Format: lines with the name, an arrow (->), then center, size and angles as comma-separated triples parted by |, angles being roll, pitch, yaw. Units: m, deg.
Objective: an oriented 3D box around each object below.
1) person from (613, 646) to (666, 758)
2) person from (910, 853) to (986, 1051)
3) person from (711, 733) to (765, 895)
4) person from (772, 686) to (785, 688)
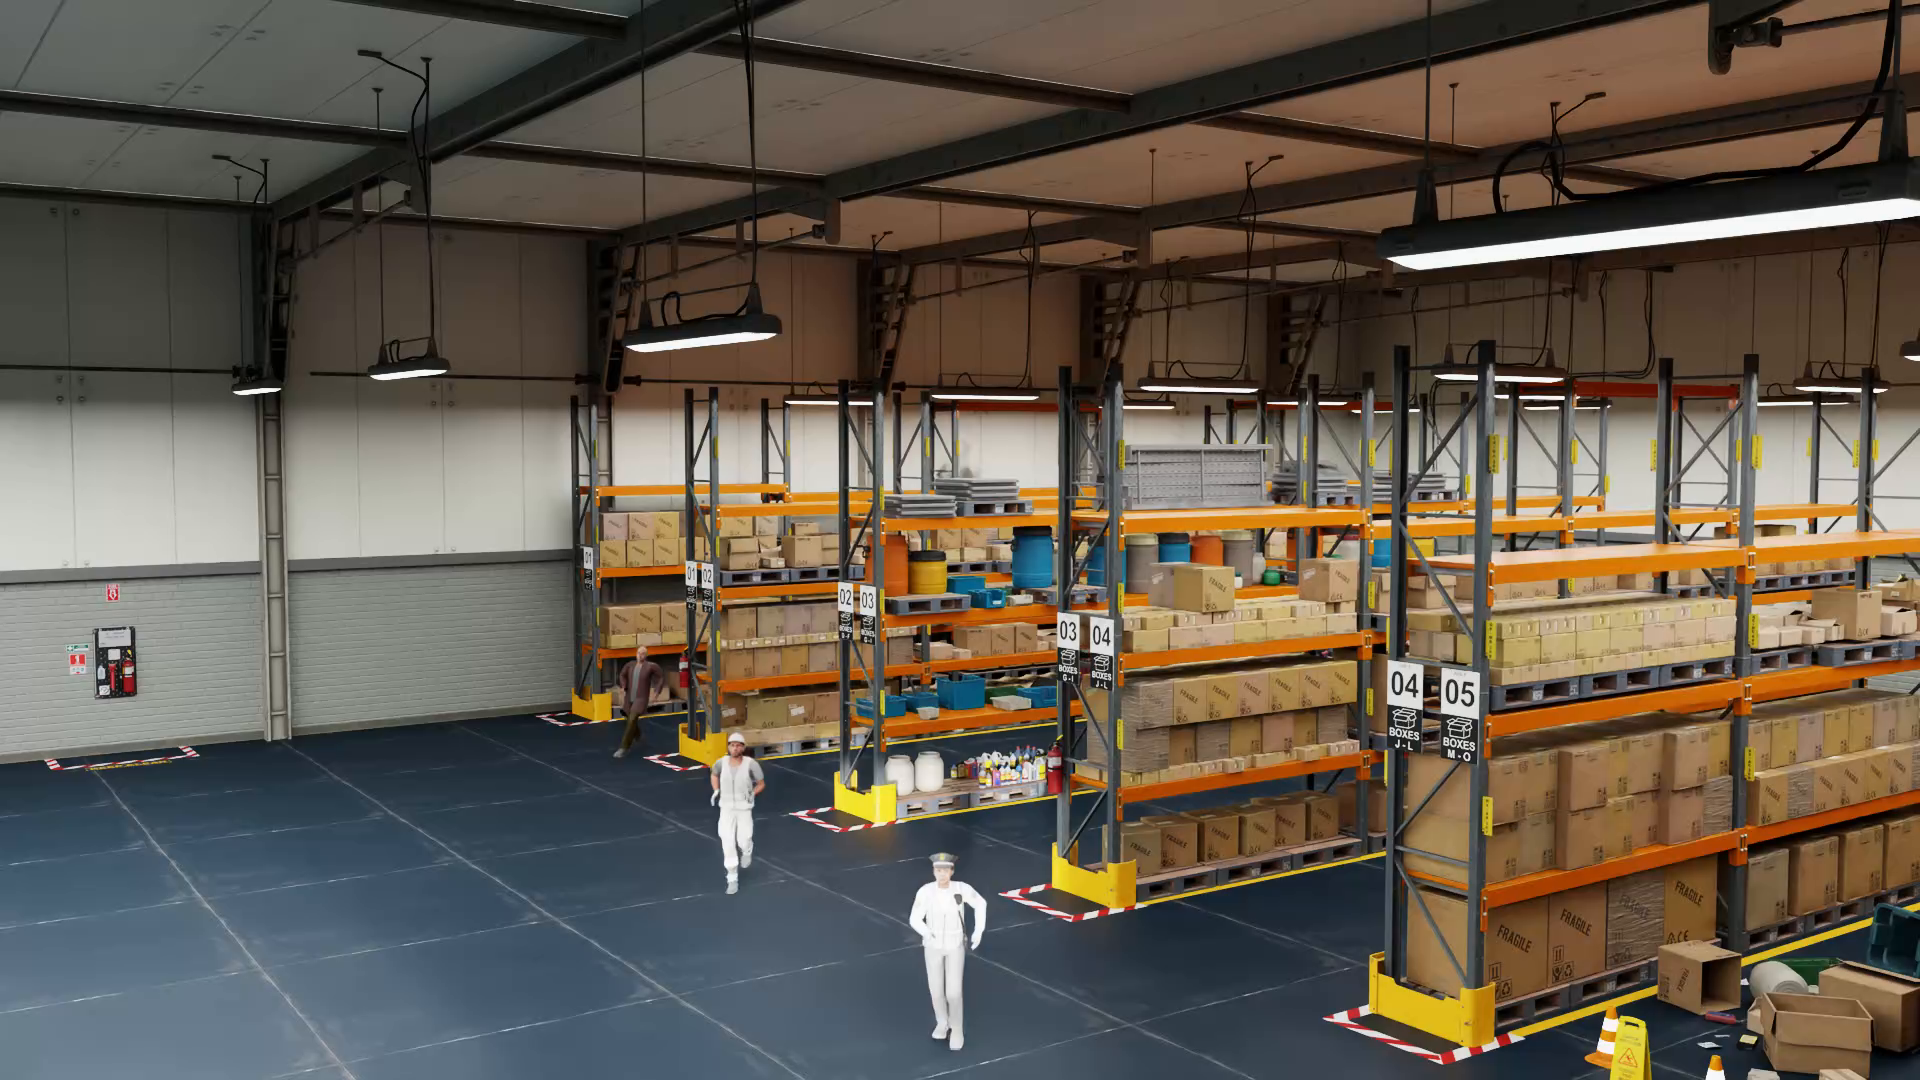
person -> -5.292, 2.633, 27.308 | 0.762, 1.772, 1.020 | 1, 4, 20
person -> -0.110, 3.486, 14.099 | 0.632, 1.717, 0.675 | 0, 3, 5
person -> -2.590, 3.121, 19.282 | 0.656, 1.787, 0.930 | 0, 3, 1
person -> -3.213, 2.566, 29.348 | 0.792, 1.708, 0.661 | -3, 4, -40
